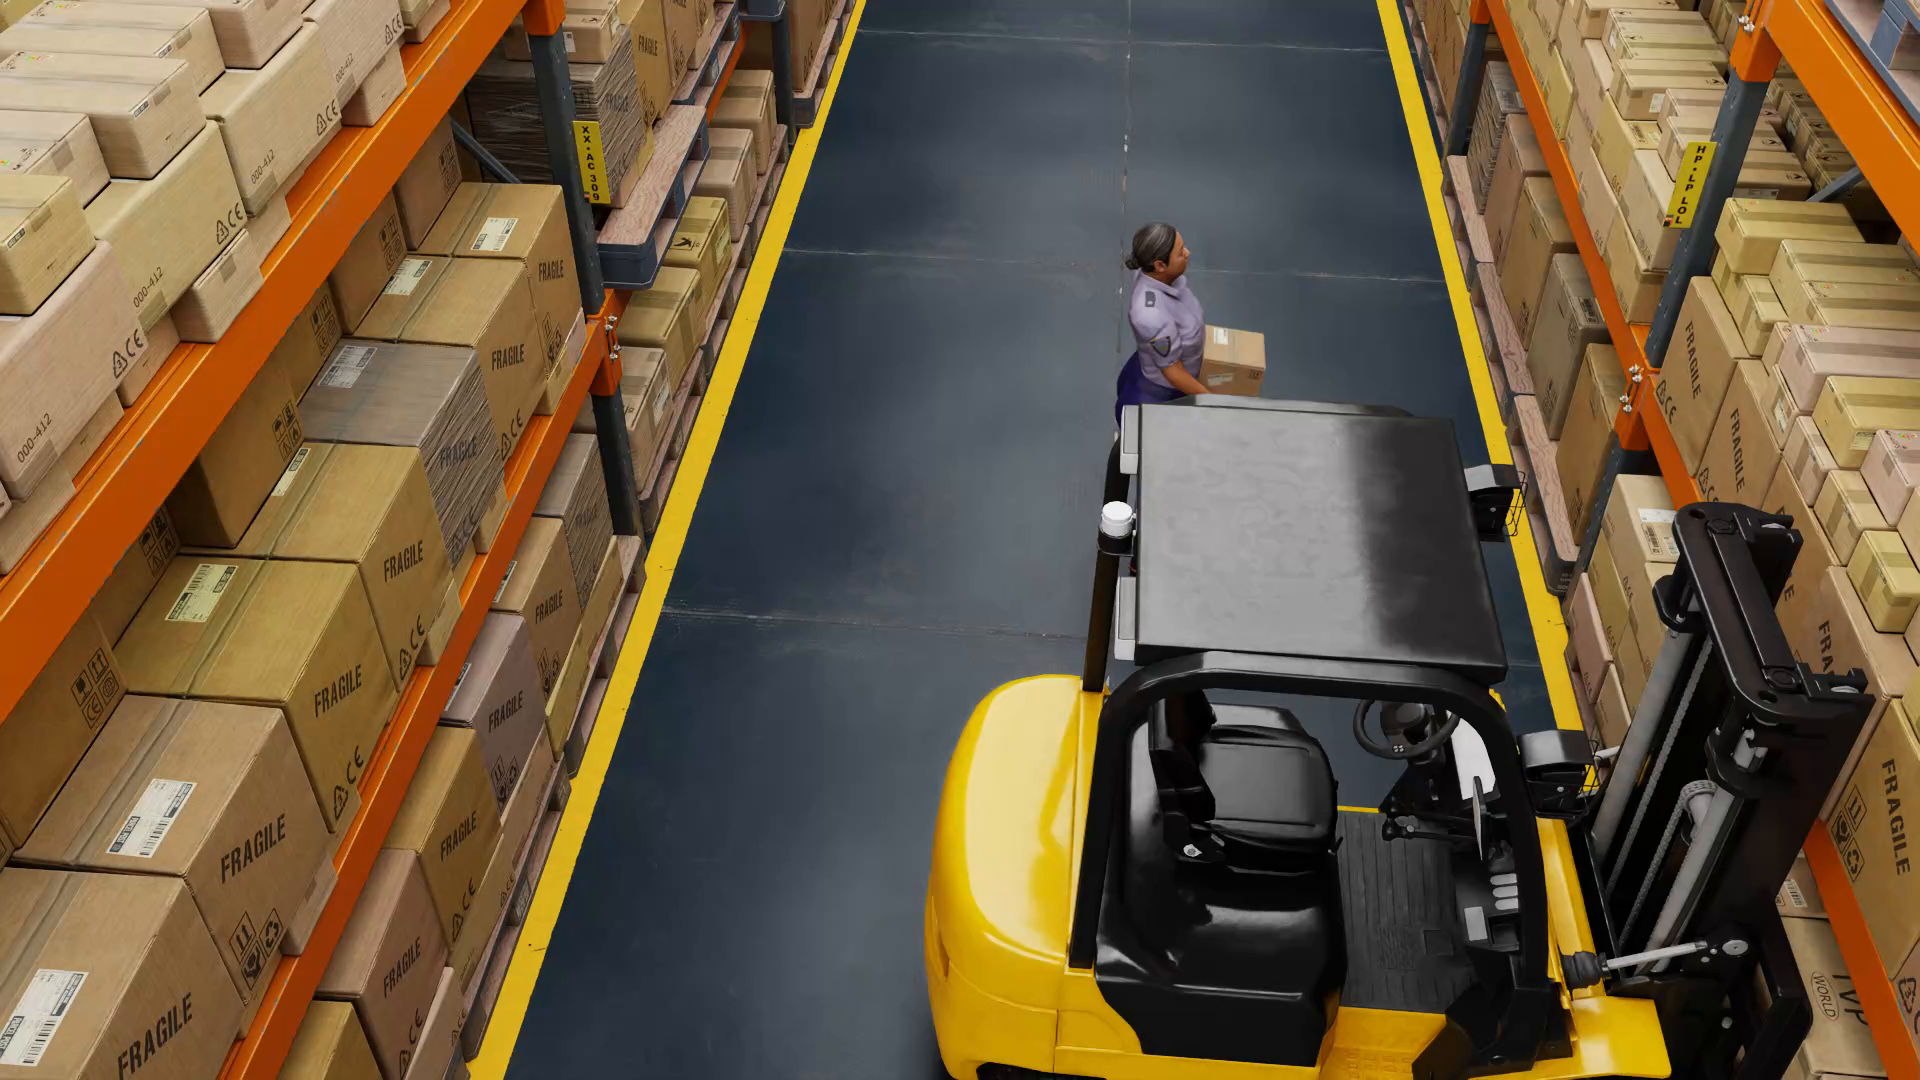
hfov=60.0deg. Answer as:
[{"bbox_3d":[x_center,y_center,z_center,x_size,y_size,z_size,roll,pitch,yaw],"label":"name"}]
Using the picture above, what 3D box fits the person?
[{"bbox_3d":[0.896,-0.558,6.845,0.517,1.624,0.453,4,40,5],"label":"person"}]
